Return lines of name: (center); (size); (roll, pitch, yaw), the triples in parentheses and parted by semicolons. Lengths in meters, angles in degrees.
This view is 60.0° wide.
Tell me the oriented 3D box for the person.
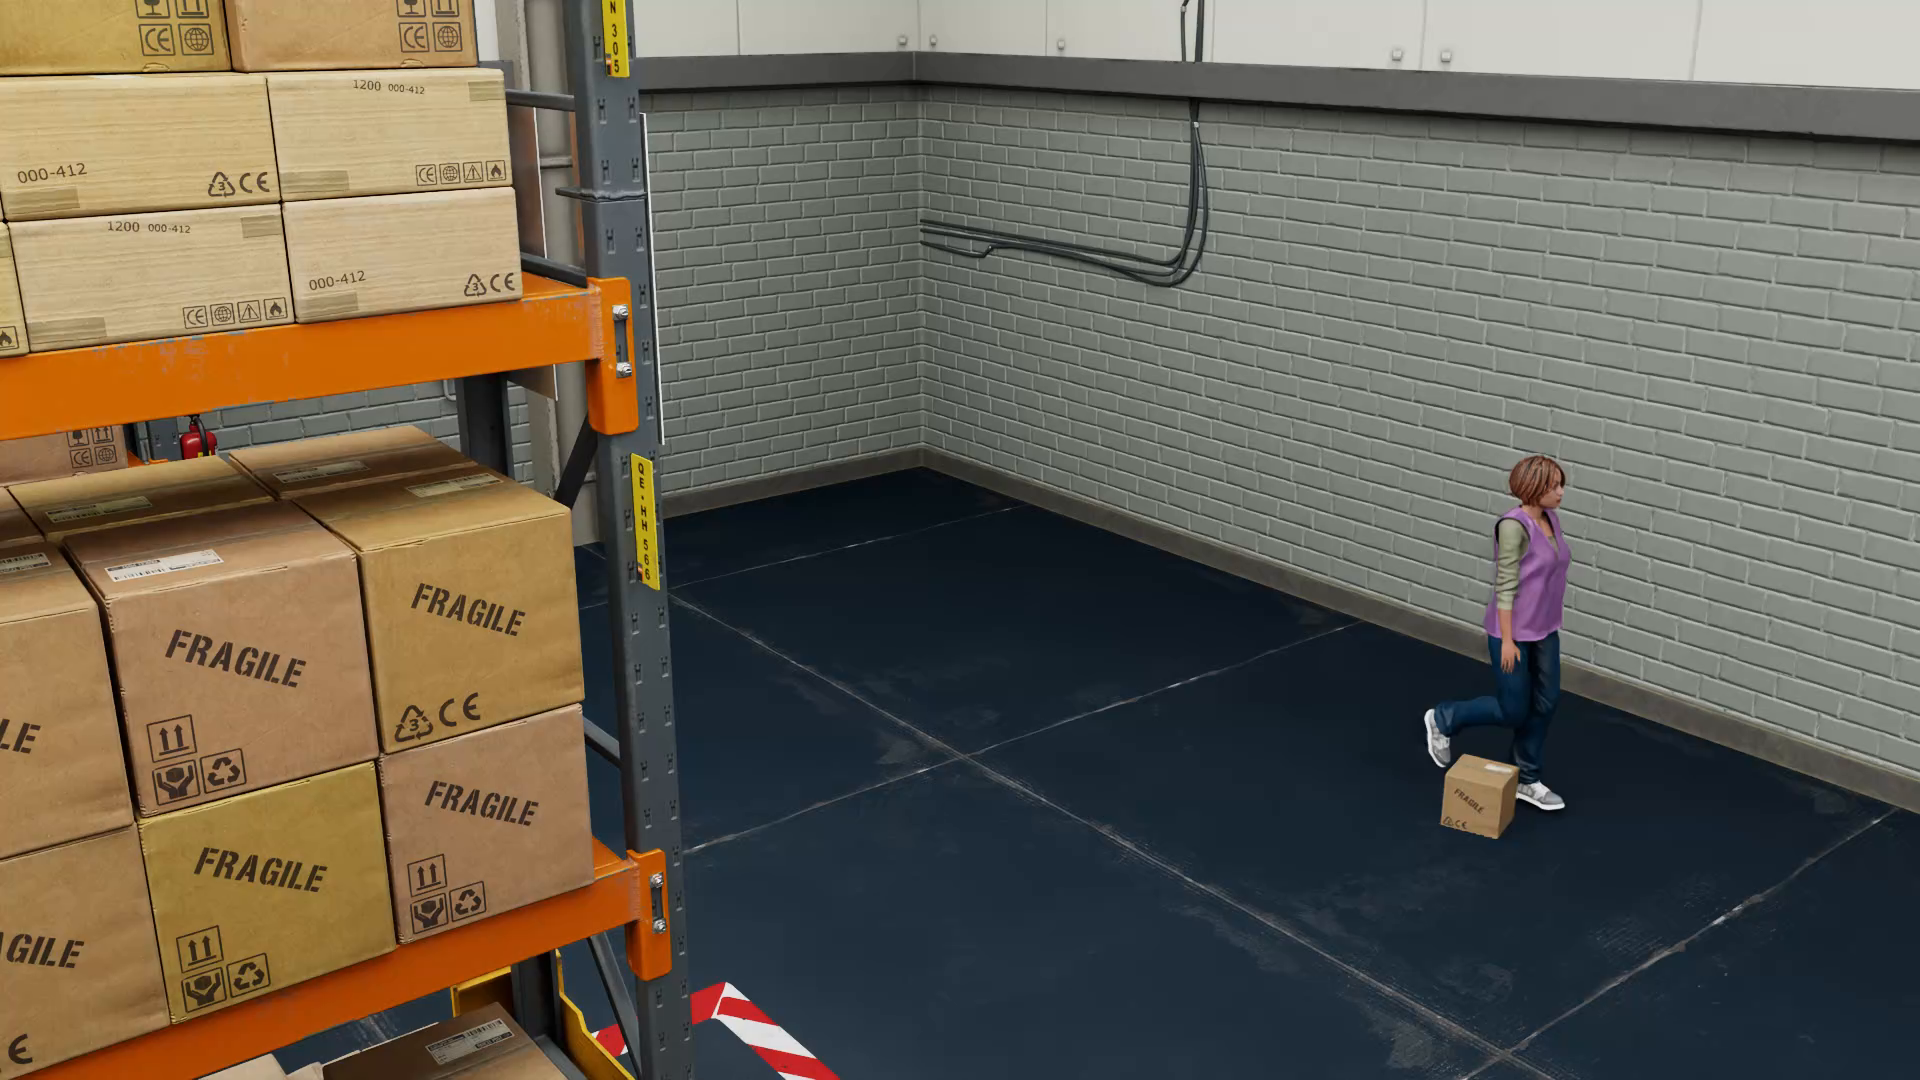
person: (2.424, 0.387, 7.312); (0.421, 1.581, 0.646); (-14, 23, -37)
